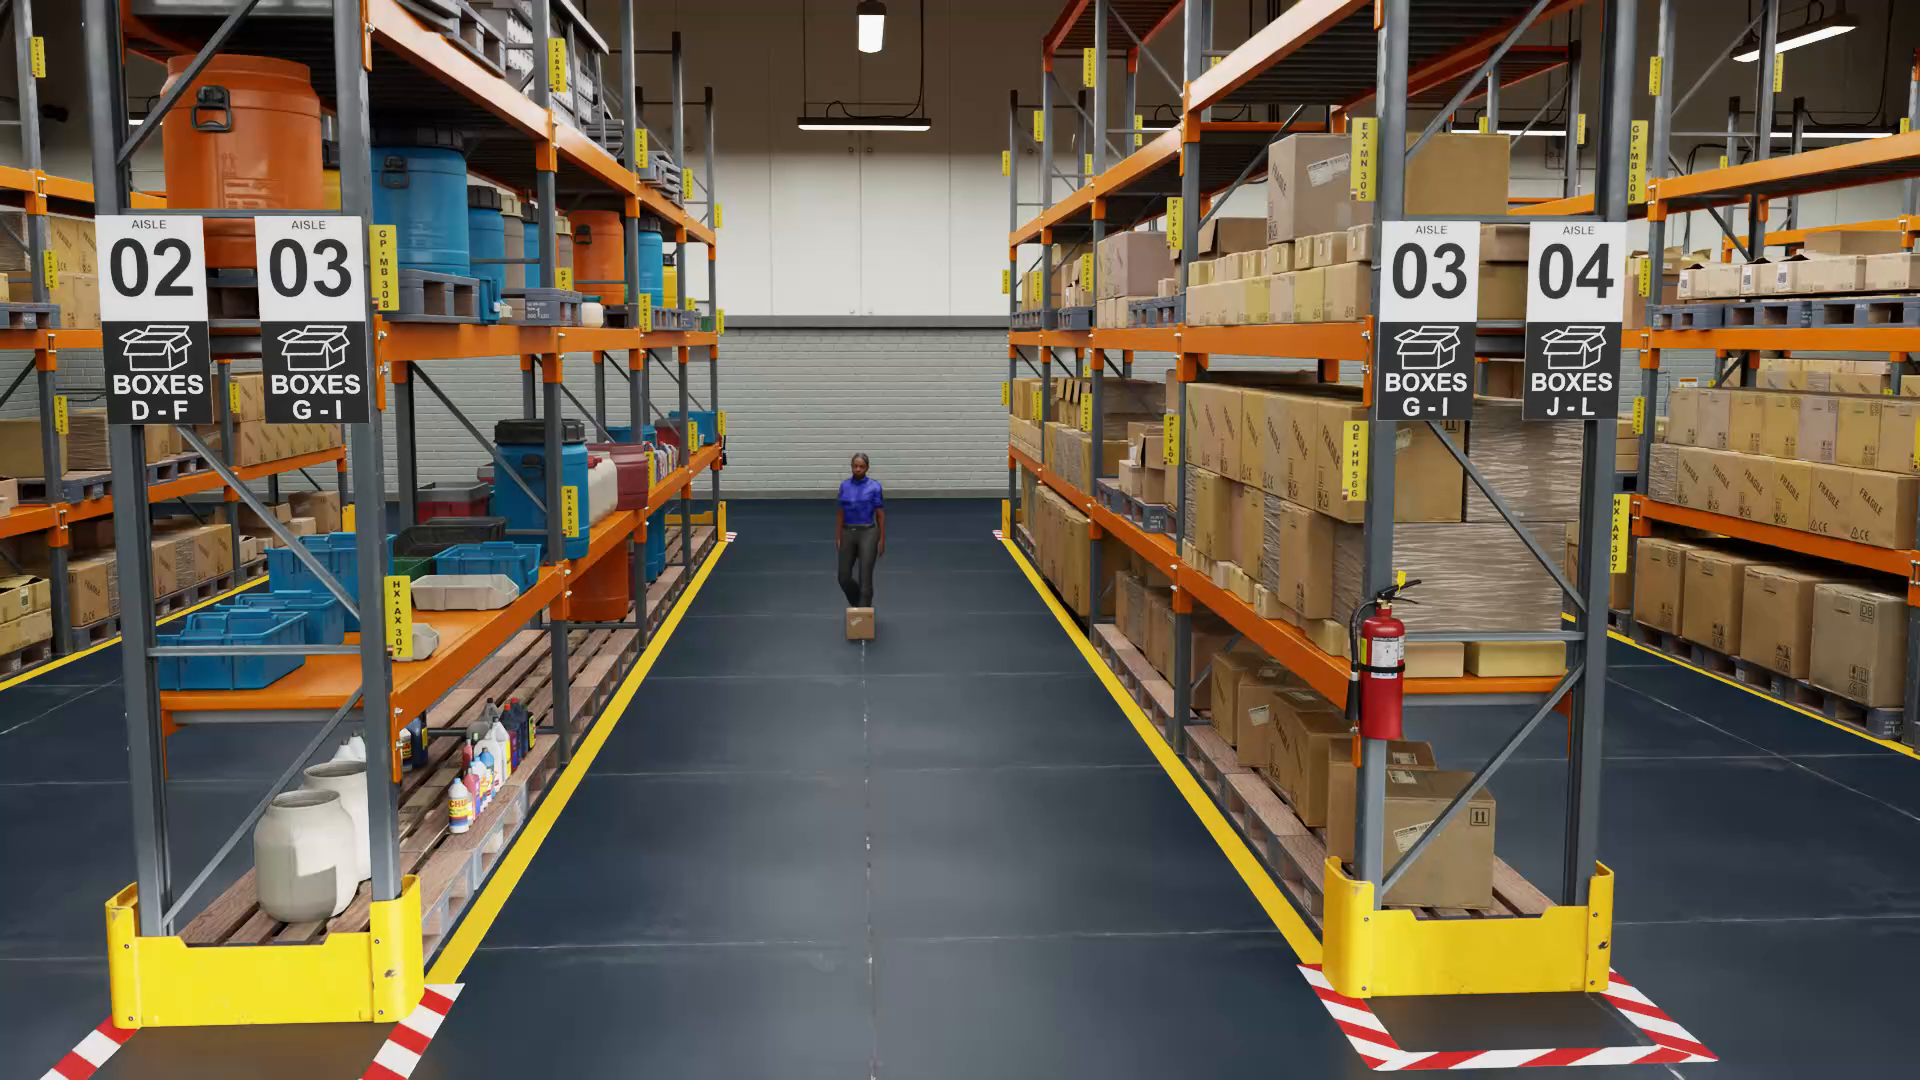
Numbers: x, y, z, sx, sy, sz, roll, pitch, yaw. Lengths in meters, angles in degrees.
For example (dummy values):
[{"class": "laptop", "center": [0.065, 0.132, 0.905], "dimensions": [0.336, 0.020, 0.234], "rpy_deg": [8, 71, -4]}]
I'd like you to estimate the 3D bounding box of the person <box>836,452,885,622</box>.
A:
[{"class": "person", "center": [-0.938, -0.010, 15.733], "dimensions": [0.462, 1.652, 0.585], "rpy_deg": [2, 7, 13]}]
